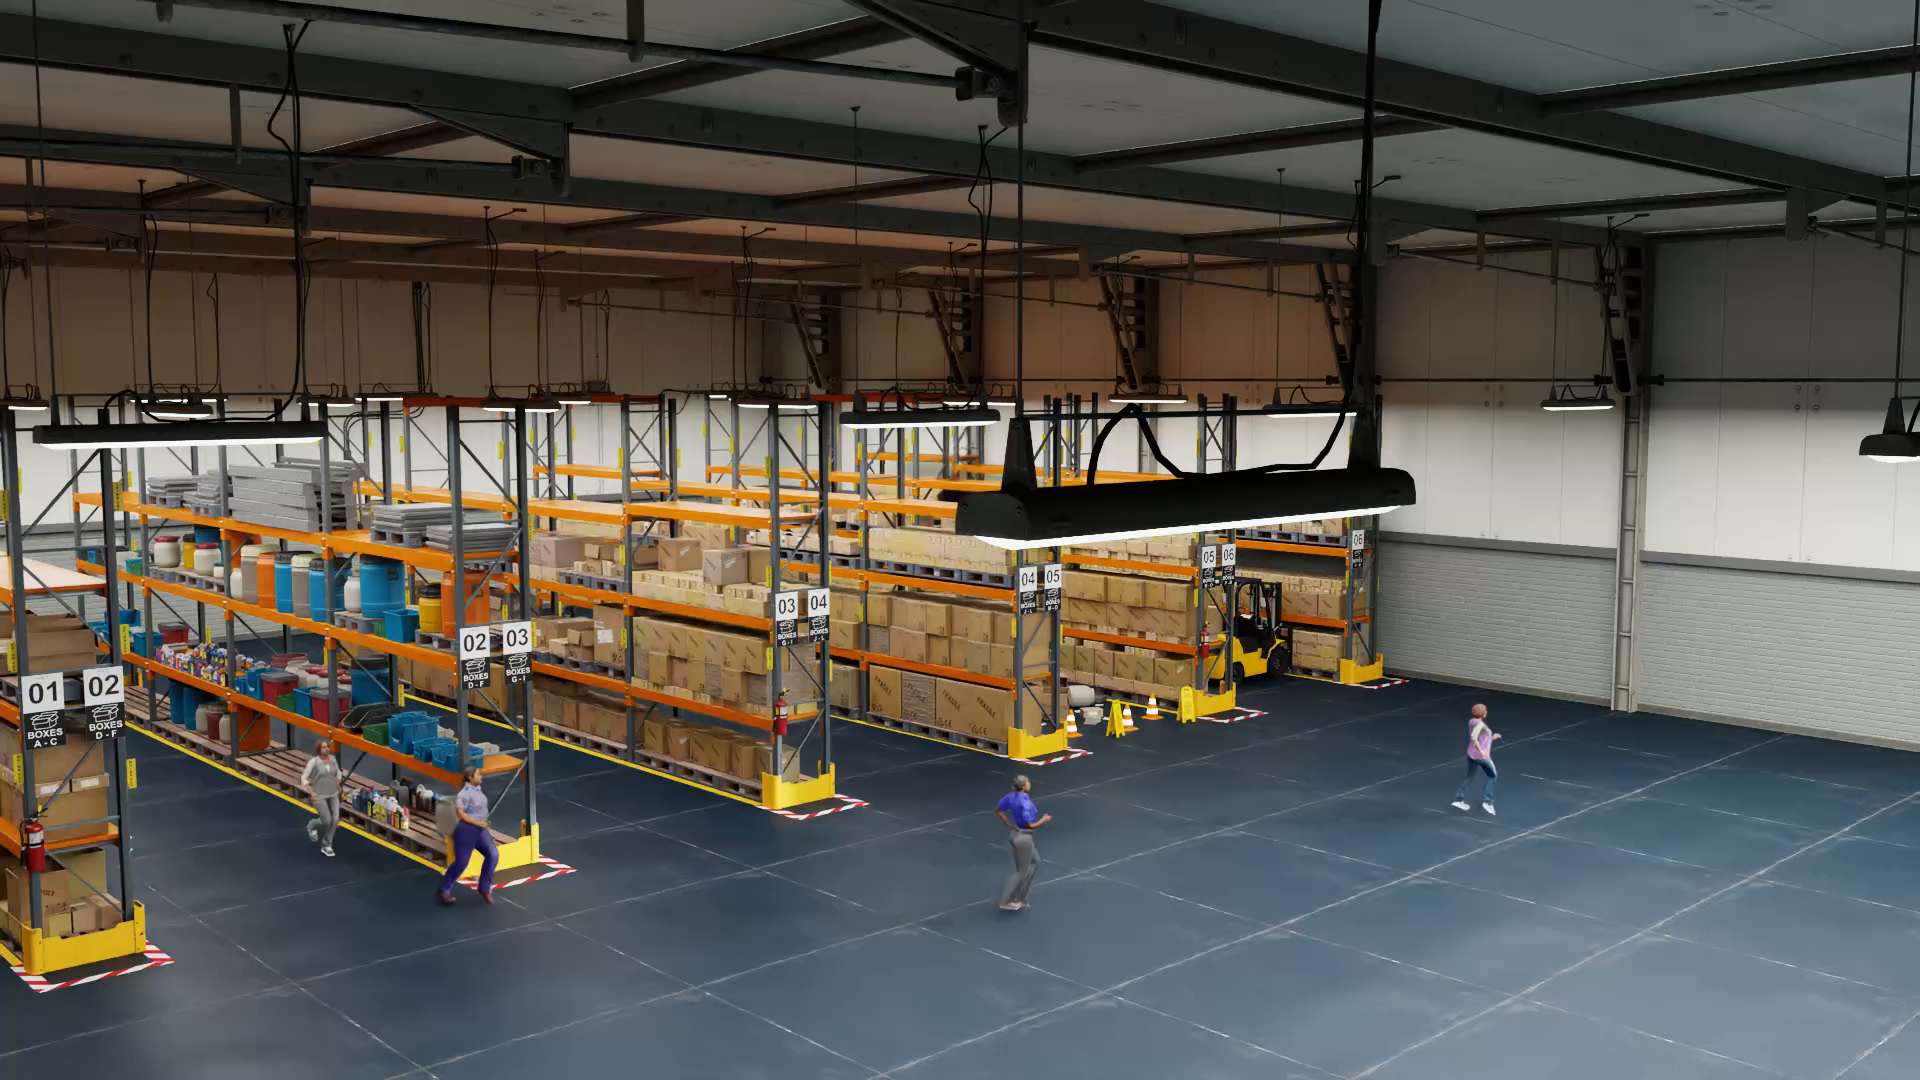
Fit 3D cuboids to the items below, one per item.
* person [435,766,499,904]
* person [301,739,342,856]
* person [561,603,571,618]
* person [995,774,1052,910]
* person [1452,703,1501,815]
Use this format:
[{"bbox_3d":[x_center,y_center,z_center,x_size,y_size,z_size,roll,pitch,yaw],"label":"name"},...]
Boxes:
[{"bbox_3d":[-5.964,3.595,20.221,0.694,1.657,0.698,1,6,9],"label":"person"},{"bbox_3d":[-8.492,3.433,22.198,0.549,1.541,0.537,5,7,42],"label":"person"},{"bbox_3d":[-9.840,1.529,41.302,0.576,1.654,0.577,5,8,43],"label":"person"},{"bbox_3d":[0.761,3.607,19.792,0.667,1.685,0.558,-2,6,-19],"label":"person"},{"bbox_3d":[7.542,3.195,24.202,0.717,1.646,0.505,-1,6,-13],"label":"person"}]
